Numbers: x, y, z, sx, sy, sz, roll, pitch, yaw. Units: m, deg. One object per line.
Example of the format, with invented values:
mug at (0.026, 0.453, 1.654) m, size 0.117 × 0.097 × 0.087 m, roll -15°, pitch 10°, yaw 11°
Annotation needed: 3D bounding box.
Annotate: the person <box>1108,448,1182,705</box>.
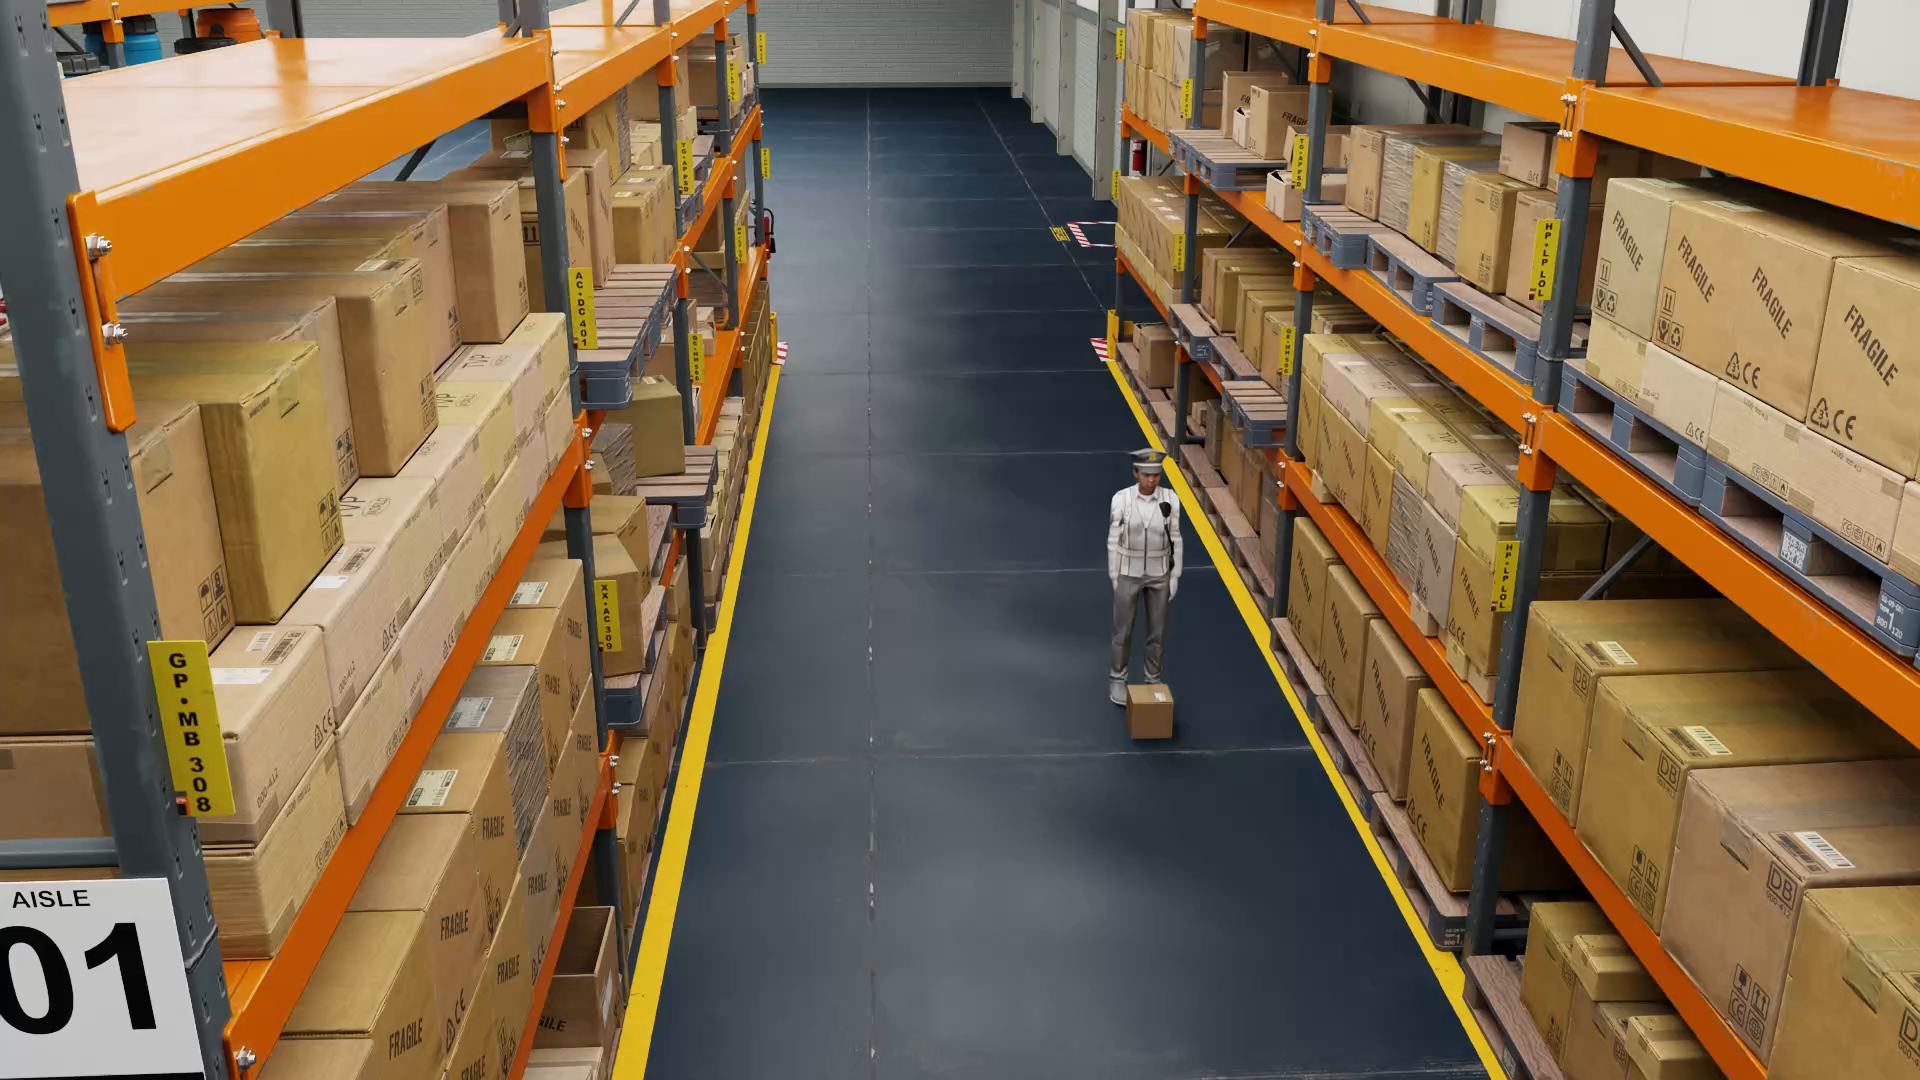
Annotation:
person at (1.159, 0.228, 10.451) m, size 0.468 × 1.684 × 0.343 m, roll -1°, pitch 21°, yaw -2°
